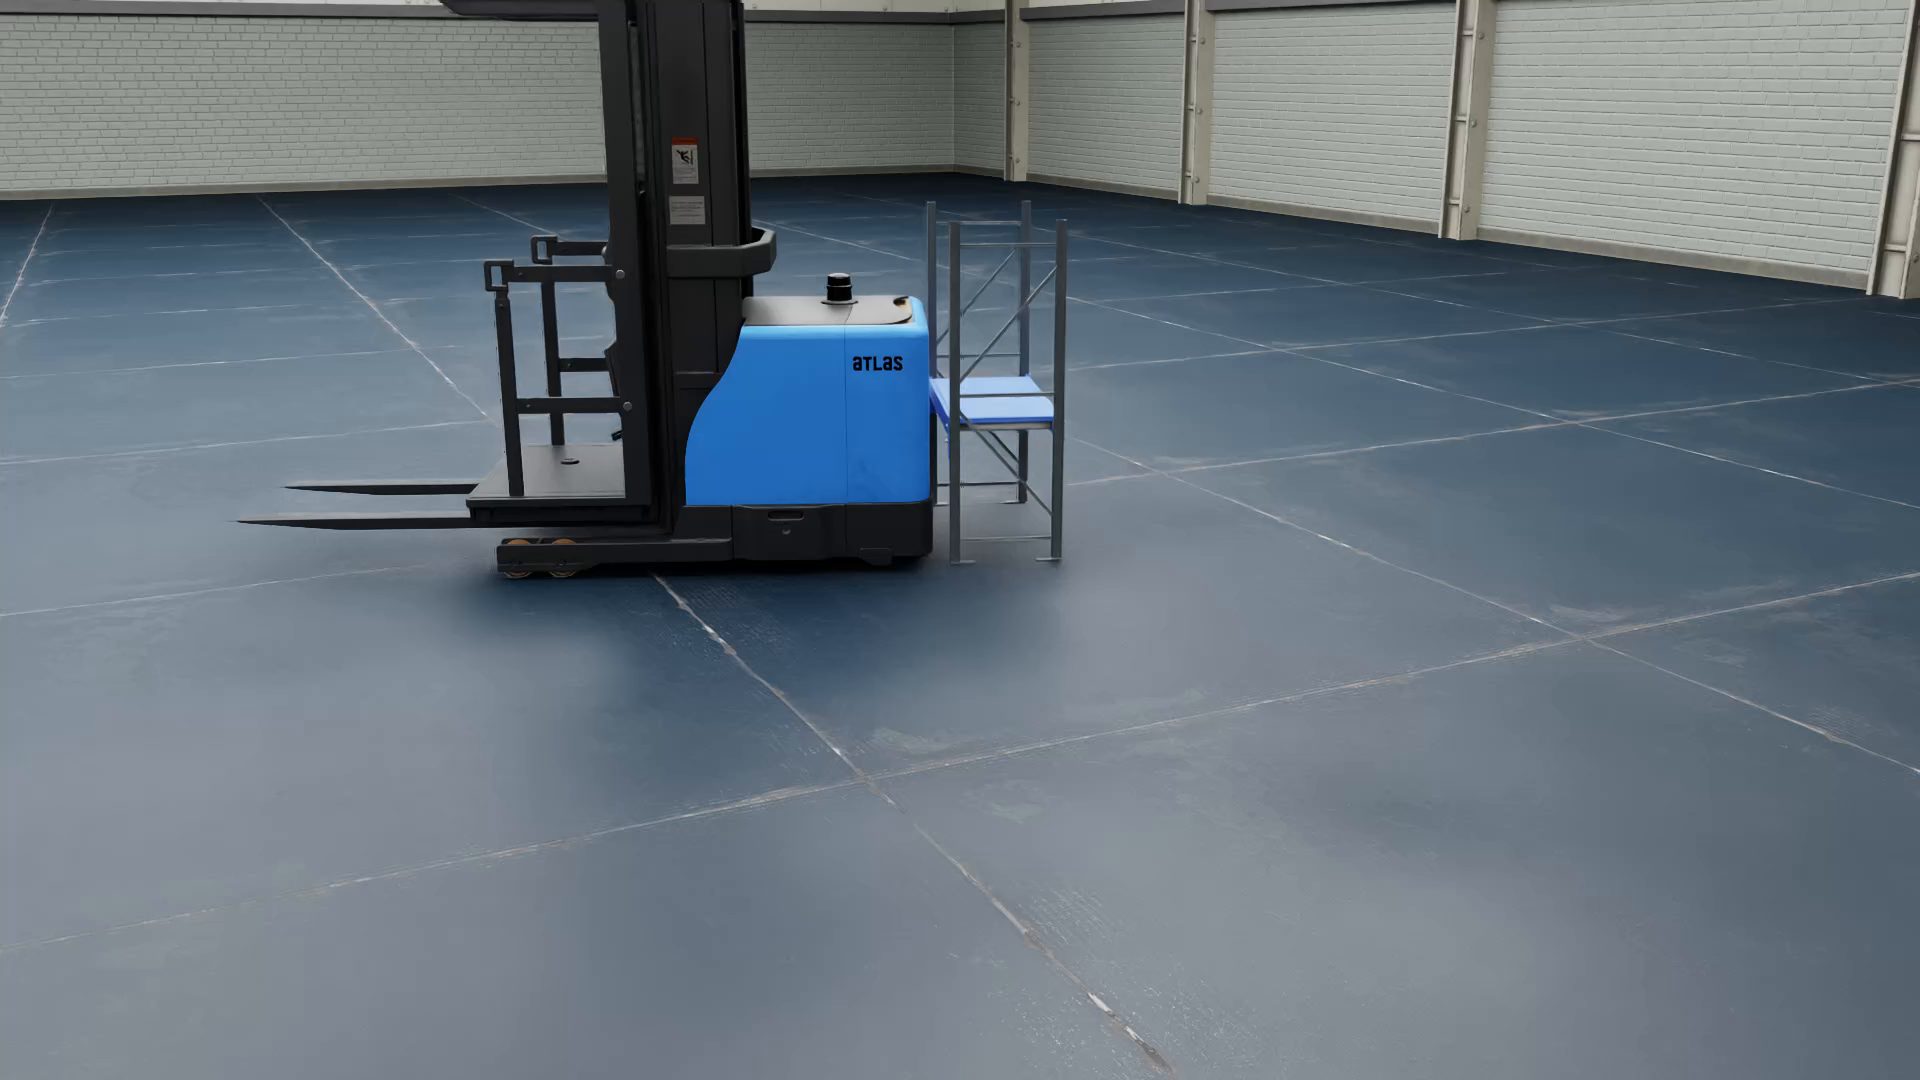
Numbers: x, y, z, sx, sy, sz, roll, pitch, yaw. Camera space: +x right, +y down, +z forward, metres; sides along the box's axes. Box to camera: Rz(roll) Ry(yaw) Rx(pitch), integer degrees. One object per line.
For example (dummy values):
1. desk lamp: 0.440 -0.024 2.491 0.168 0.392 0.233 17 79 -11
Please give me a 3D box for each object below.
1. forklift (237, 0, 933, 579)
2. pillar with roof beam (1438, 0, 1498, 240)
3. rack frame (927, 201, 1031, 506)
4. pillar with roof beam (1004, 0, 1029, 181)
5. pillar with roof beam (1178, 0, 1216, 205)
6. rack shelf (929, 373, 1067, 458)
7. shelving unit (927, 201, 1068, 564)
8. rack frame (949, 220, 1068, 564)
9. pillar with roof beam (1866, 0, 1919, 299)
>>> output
1. forklift: -1.655 -1.392 7.288 3.031 2.935 1.130 -1 16 -3
2. pillar with roof beam: 2.439 -7.629 18.022 9.100 9.000 0.400 -8 18 -25
3. rack frame: 0.091 -0.903 8.179 0.500 1.500 0.032 -2 16 -6
4. pillar with roof beam: -2.818 -10.605 28.390 9.100 9.000 0.400 -8 18 -25
5. pillar with roof beam: -0.190 -9.117 23.206 9.100 9.000 0.400 -8 18 -25
6. rack shelf: 0.147 -0.591 7.743 0.538 0.185 1.000 -2 16 -6
7. shelving unit: 0.147 -0.764 7.693 0.538 1.500 1.048 -2 16 -6
8. rack frame: 0.204 -0.624 7.208 0.500 1.500 0.032 -2 16 -6
9. pillar with roof beam: 5.067 -6.141 12.837 9.100 9.000 0.400 -8 18 -25
